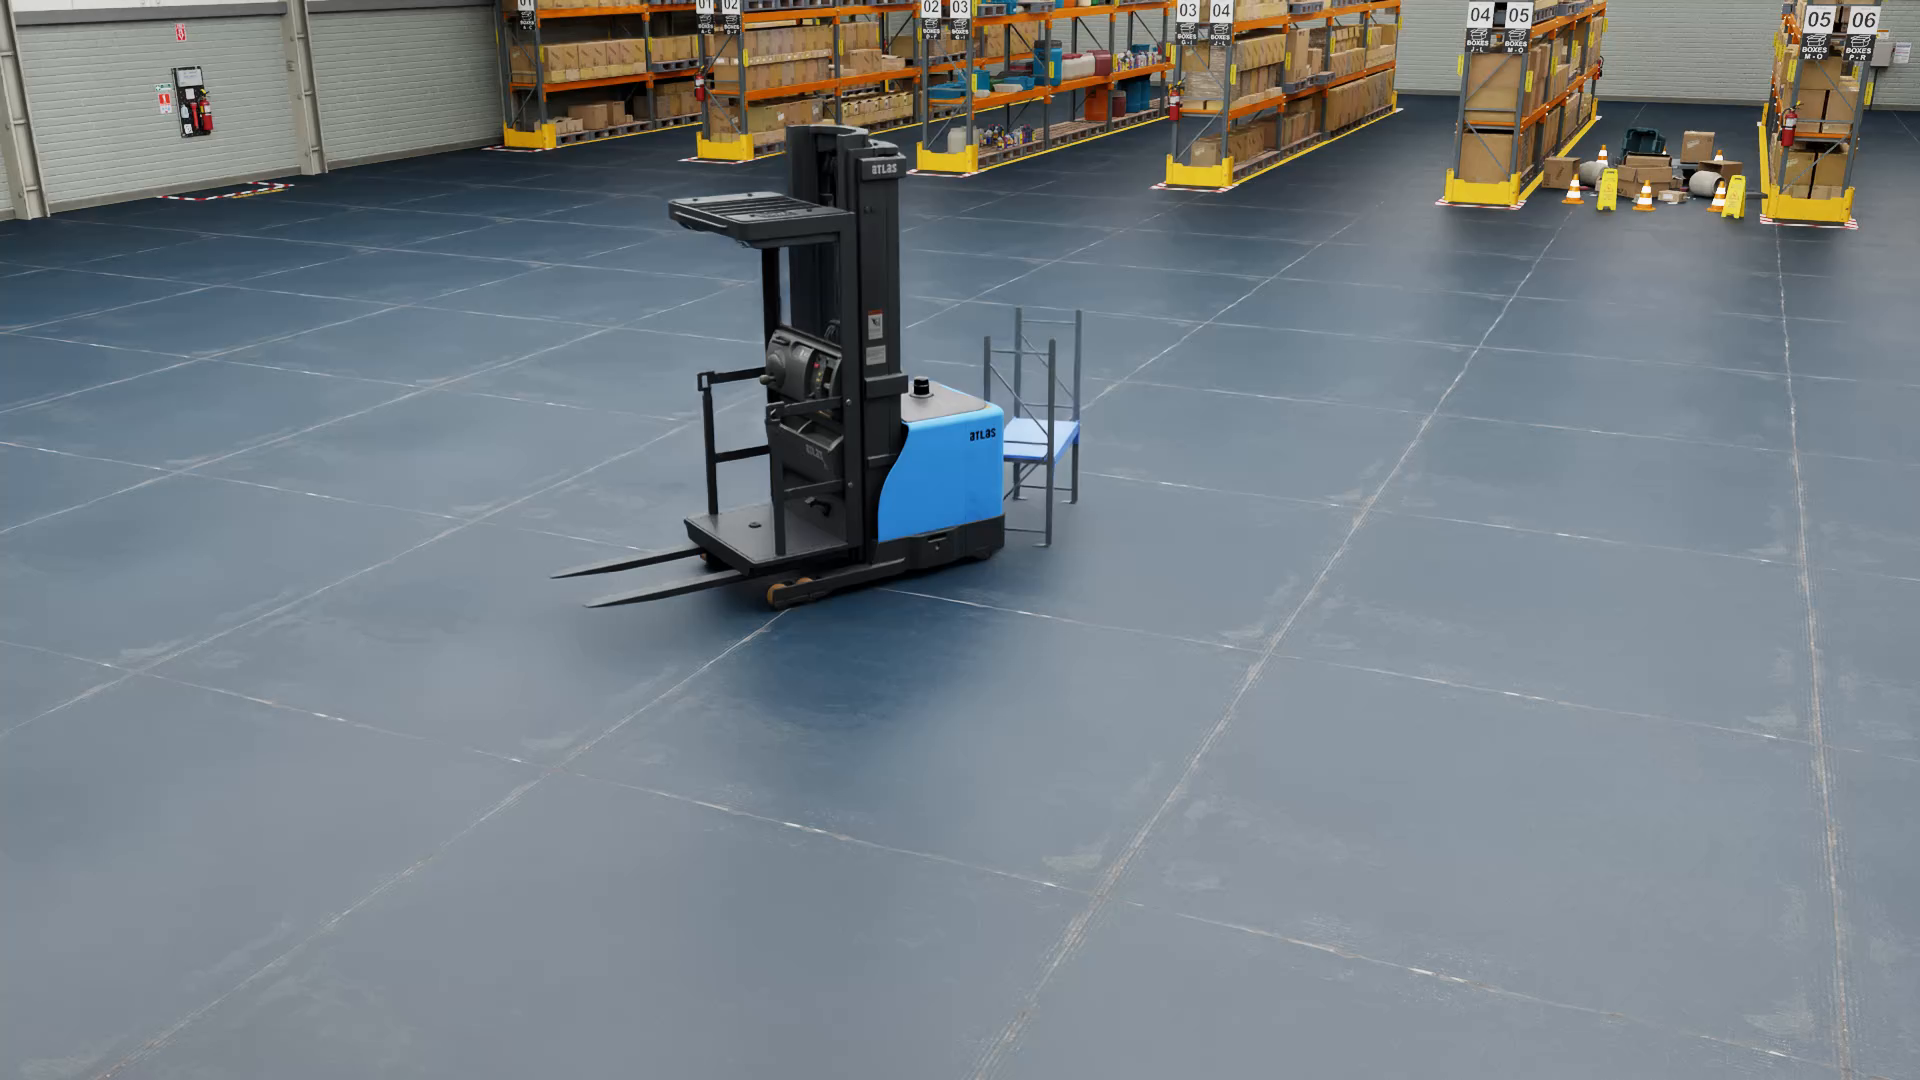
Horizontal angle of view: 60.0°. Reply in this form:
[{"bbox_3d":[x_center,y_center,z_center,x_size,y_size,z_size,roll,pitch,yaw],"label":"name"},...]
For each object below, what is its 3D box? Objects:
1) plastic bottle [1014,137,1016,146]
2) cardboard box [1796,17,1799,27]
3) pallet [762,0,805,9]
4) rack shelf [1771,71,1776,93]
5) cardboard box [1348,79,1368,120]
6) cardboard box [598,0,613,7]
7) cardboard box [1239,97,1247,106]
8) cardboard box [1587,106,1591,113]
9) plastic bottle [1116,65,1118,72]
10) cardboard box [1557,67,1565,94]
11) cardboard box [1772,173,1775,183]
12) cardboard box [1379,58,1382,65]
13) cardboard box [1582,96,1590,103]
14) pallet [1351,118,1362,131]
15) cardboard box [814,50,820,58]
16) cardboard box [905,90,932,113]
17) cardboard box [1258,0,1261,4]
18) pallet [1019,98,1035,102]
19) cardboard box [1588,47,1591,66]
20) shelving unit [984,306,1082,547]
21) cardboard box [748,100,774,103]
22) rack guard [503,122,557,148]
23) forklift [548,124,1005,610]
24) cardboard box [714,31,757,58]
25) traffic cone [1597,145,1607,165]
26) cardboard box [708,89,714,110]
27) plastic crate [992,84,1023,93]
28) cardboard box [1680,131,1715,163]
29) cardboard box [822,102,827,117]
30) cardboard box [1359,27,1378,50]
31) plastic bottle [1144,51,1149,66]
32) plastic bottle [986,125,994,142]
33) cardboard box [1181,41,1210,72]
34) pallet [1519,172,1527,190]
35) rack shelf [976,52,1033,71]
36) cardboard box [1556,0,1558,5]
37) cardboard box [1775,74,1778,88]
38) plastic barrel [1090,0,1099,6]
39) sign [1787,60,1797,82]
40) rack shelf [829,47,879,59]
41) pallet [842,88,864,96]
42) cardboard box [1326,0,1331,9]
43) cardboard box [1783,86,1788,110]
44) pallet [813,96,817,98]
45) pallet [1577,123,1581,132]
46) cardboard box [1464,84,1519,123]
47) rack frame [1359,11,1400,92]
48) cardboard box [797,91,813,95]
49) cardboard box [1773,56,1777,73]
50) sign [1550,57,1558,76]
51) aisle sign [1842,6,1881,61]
[{"bbox_3d":[1.099,-8.130,33.872,0.097,0.201,0.097,0,20,0],"label":"plastic bottle"},{"bbox_3d":[14.005,-8.536,27.391,0.380,0.149,0.250,8,21,22],"label":"cardboard box"},{"bbox_3d":[-3.939,-11.140,34.472,1.003,0.211,1.213,9,21,23],"label":"pallet"},{"bbox_3d":[19.059,-10.402,37.816,1.077,0.370,4.000,9,21,23],"label":"rack shelf"},{"bbox_3d":[8.955,-10.488,39.527,1.225,0.875,0.875,9,21,23],"label":"cardboard box"},{"bbox_3d":[-8.026,-12.037,36.683,0.500,0.500,0.500,8,21,21],"label":"cardboard box"},{"bbox_3d":[5.048,-8.060,30.531,0.380,0.149,0.250,9,21,23],"label":"cardboard box"},{"bbox_3d":[15.283,-10.574,40.852,0.380,0.149,0.250,9,22,24],"label":"cardboard box"},{"bbox_3d":[3.627,-11.002,38.726,0.097,0.201,0.097,0,20,0],"label":"plastic bottle"},{"bbox_3d":[11.695,-9.123,32.995,0.500,0.500,0.500,8,21,22],"label":"cardboard box"},{"bbox_3d":[13.840,-5.966,27.744,0.500,0.250,0.500,8,21,21],"label":"cardboard box"},{"bbox_3d":[10.261,-11.893,41.308,0.380,0.149,0.250,8,21,21],"label":"cardboard box"},{"bbox_3d":[14.967,-10.614,40.076,0.380,0.149,0.250,9,22,25],"label":"cardboard box"},{"bbox_3d":[8.952,-9.930,39.574,1.003,0.211,1.213,9,21,23],"label":"pallet"},{"bbox_3d":[-3.237,-10.489,35.869,0.380,0.149,0.250,8,21,21],"label":"cardboard box"},{"bbox_3d":[-1.028,-10.757,40.813,0.500,0.500,0.500,10,22,25],"label":"cardboard box"},{"bbox_3d":[5.328,-9.962,30.655,0.380,0.149,0.250,8,21,21],"label":"cardboard box"},{"bbox_3d":[1.444,-12.492,46.779,1.003,0.211,1.213,9,21,23],"label":"pallet"},{"bbox_3d":[14.312,-11.235,38.489,0.500,0.500,0.500,9,21,23],"label":"cardboard box"},{"bbox_3d":[0.533,-0.847,12.113,0.538,1.500,1.048,5,20,13],"label":"shelving unit"},{"bbox_3d":[-4.201,-9.103,35.445,0.500,0.500,0.500,9,21,23],"label":"cardboard box"},{"bbox_3d":[-9.241,-8.706,35.702,1.175,0.500,0.348,9,21,23],"label":"rack guard"},{"bbox_3d":[-1.198,-1.134,10.784,3.031,2.935,1.130,-12,23,-31],"label":"forklift"},{"bbox_3d":[-4.526,-9.997,33.518,0.700,0.500,0.500,9,21,23],"label":"cardboard box"},{"bbox_3d":[12.334,-7.340,31.918,0.336,0.463,0.334,9,21,23],"label":"traffic cone"},{"bbox_3d":[-6.560,-10.967,41.403,0.700,0.500,0.500,9,21,23],"label":"cardboard box"},{"bbox_3d":[0.971,-9.068,33.385,0.530,0.136,0.437,9,21,23],"label":"plastic crate"},{"bbox_3d":[13.328,-7.098,30.052,0.500,0.500,0.500,9,21,23],"label":"cardboard box"},{"bbox_3d":[-3.209,-9.734,37.503,0.500,0.311,0.500,9,21,23],"label":"cardboard box"},{"bbox_3d":[9.837,-12.173,40.383,0.500,0.500,0.500,9,21,23],"label":"cardboard box"},{"bbox_3d":[4.527,-11.764,40.644,0.144,0.351,0.185,9,21,23],"label":"plastic bottle"},{"bbox_3d":[0.618,-8.435,34.508,0.144,0.351,0.185,8,21,20],"label":"plastic bottle"},{"bbox_3d":[4.285,-8.682,29.819,0.500,0.500,0.500,9,21,23],"label":"cardboard box"},{"bbox_3d":[9.526,-6.423,29.714,1.003,0.211,1.213,9,21,23],"label":"pallet"},{"bbox_3d":[0.982,-13.122,45.465,1.077,0.370,4.000,9,21,23],"label":"rack shelf"},{"bbox_3d":[10.549,-9.717,29.938,0.380,0.149,0.250,8,21,22],"label":"cardboard box"},{"bbox_3d":[17.171,-9.496,34.419,0.500,0.250,0.500,8,21,22],"label":"cardboard box"},{"bbox_3d":[2.988,-12.204,37.564,0.294,0.245,0.294,0,20,0],"label":"plastic barrel"},{"bbox_3d":[12.828,-7.238,25.646,0.100,0.325,0.005,9,21,23],"label":"sign"},{"bbox_3d":[-3.539,-13.801,47.373,1.077,0.370,4.000,9,21,23],"label":"rack shelf"},{"bbox_3d":[-3.477,-12.811,47.676,1.003,0.211,1.213,9,21,23],"label":"pallet"},{"bbox_3d":[7.590,-11.431,35.381,0.500,0.250,0.500,9,21,23],"label":"cardboard box"},{"bbox_3d":[14.128,-7.467,27.895,0.500,0.500,0.500,8,21,22],"label":"cardboard box"},{"bbox_3d":[-4.605,-11.969,45.308,1.003,0.211,1.213,9,21,23],"label":"pallet"},{"bbox_3d":[13.926,-9.675,38.857,1.003,0.211,1.213,9,21,23],"label":"pallet"},{"bbox_3d":[8.880,-7.300,27.795,0.875,0.550,0.550,9,21,23],"label":"cardboard box"},{"bbox_3d":[10.837,-12.712,43.238,1.000,3.000,0.127,9,21,23],"label":"rack frame"},{"bbox_3d":[-4.505,-12.497,45.214,0.750,0.750,0.750,9,21,23],"label":"cardboard box"},{"bbox_3d":[19.013,-10.981,38.220,0.500,0.500,0.500,8,21,22],"label":"cardboard box"},{"bbox_3d":[10.914,-8.702,30.551,0.100,0.325,0.005,9,21,23],"label":"sign"},{"bbox_3d":[13.584,-7.625,25.053,0.394,0.787,0.004,9,21,23],"label":"aisle sign"}]
